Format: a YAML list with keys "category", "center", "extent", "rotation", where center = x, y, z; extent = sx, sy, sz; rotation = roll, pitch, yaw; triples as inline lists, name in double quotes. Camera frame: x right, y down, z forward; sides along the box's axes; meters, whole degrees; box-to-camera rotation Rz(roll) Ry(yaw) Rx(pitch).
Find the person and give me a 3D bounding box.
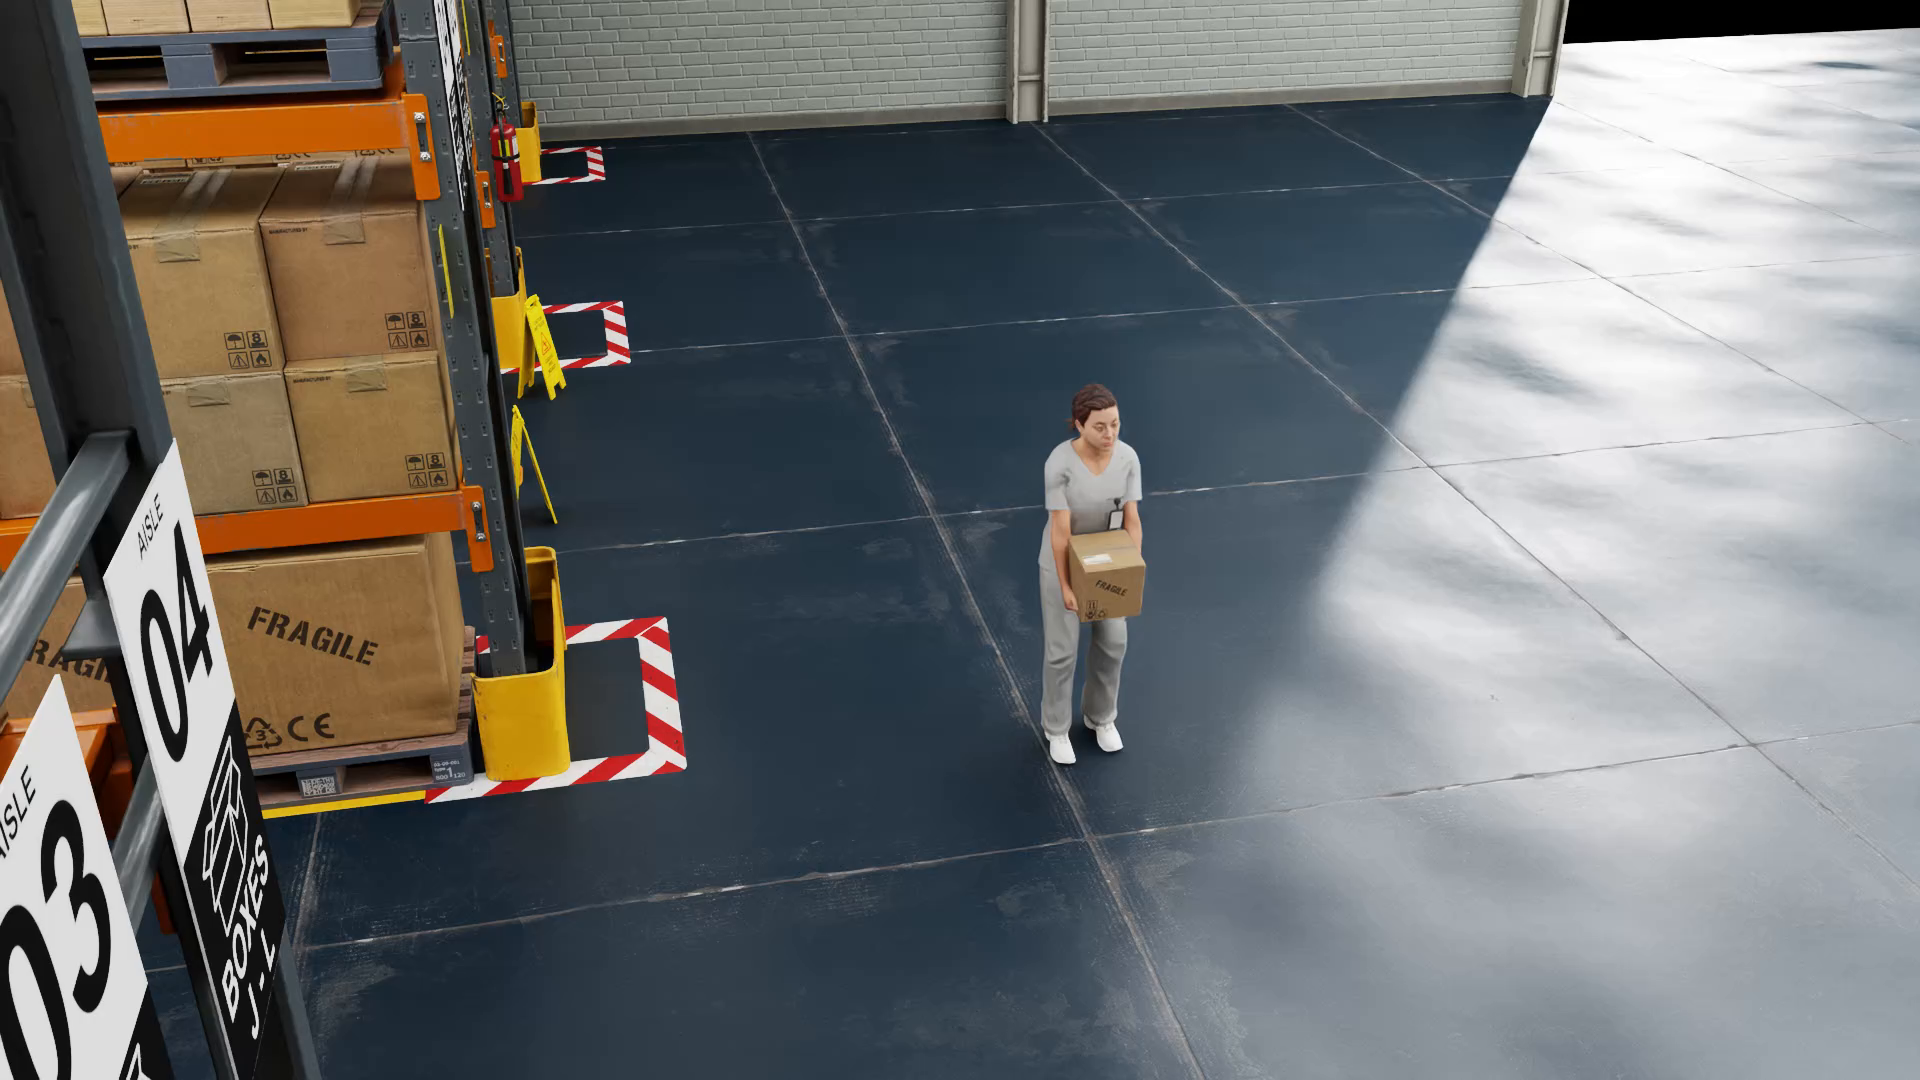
- category: "person"
  center: [0.541, 0.157, 6.827]
  extent: [0.410, 1.664, 0.510]
  rotation: [-6, 28, -12]
